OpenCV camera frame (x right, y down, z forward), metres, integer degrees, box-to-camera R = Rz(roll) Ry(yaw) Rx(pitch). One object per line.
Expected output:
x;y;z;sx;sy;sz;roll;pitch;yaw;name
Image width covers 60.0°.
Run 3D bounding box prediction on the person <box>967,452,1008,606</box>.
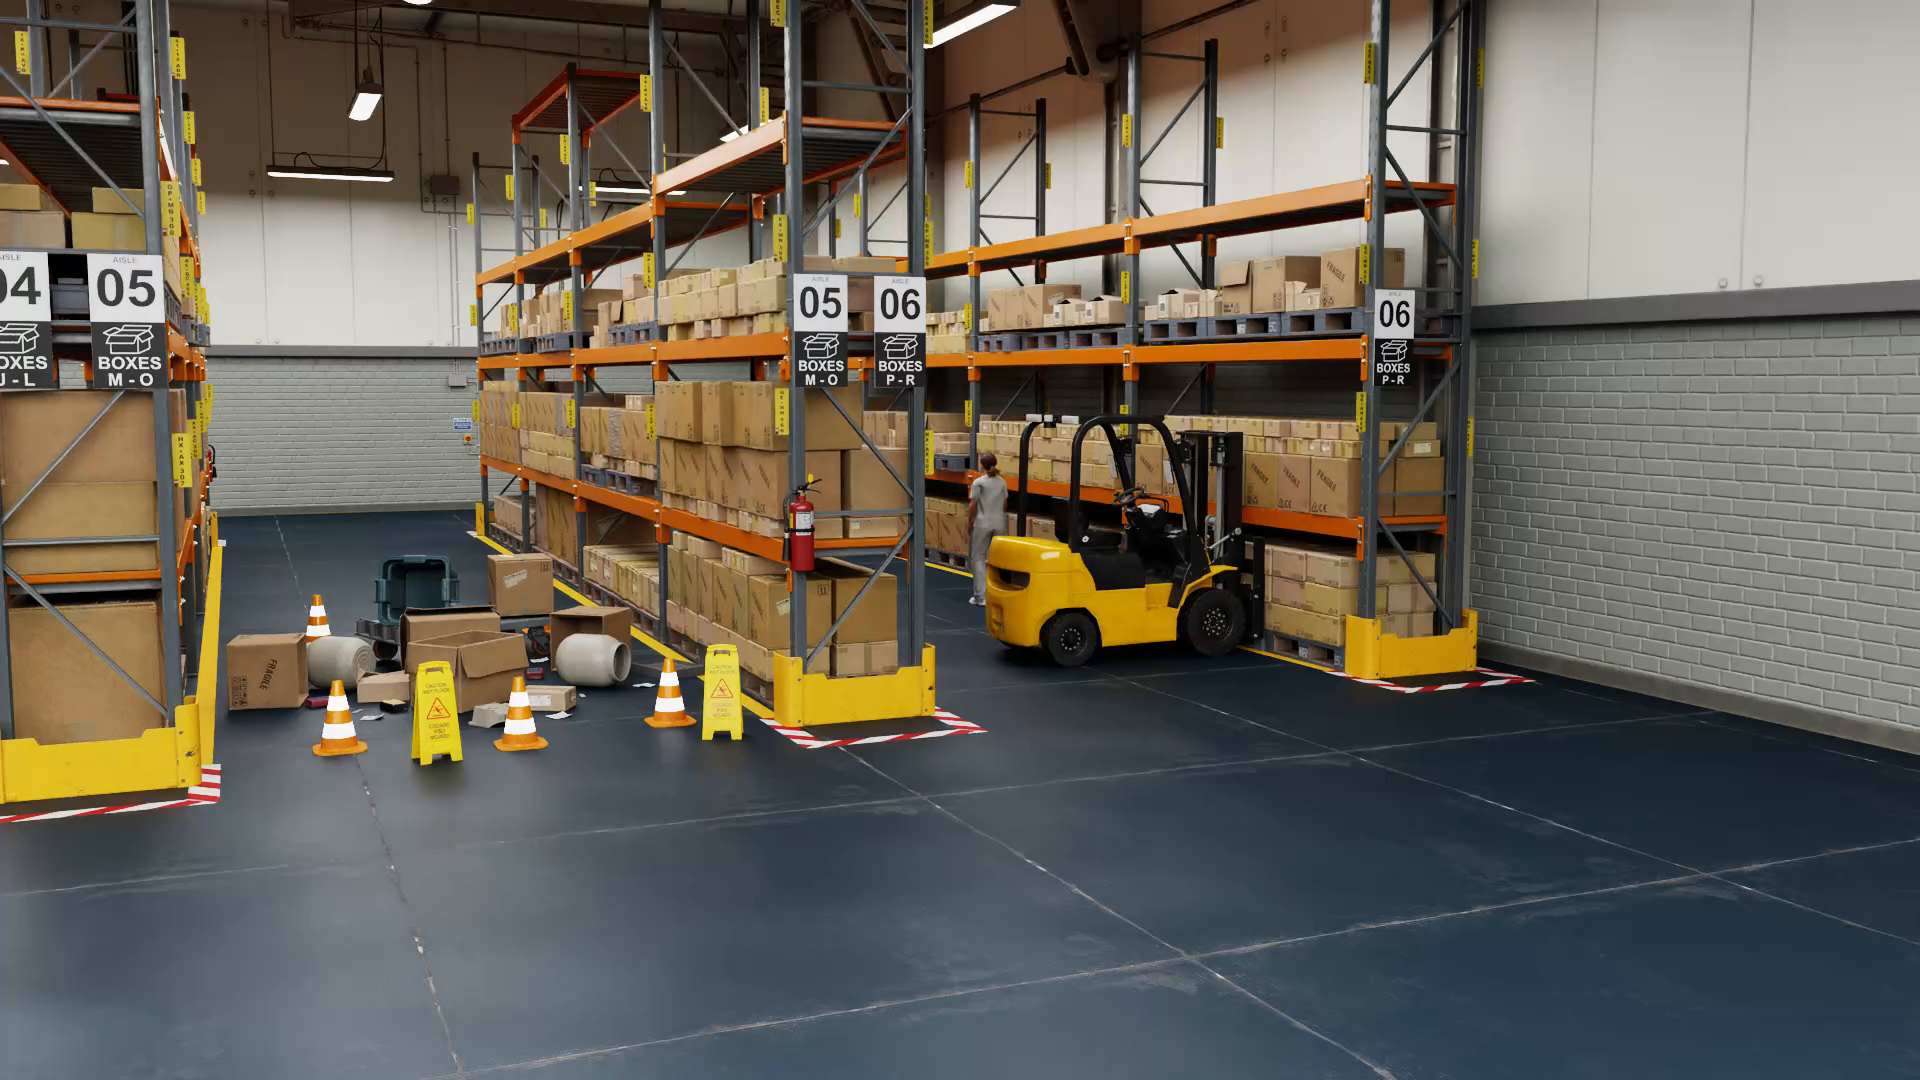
0.300;-0.126;18.272;0.466;1.675;0.412;-3;6;-25;person
